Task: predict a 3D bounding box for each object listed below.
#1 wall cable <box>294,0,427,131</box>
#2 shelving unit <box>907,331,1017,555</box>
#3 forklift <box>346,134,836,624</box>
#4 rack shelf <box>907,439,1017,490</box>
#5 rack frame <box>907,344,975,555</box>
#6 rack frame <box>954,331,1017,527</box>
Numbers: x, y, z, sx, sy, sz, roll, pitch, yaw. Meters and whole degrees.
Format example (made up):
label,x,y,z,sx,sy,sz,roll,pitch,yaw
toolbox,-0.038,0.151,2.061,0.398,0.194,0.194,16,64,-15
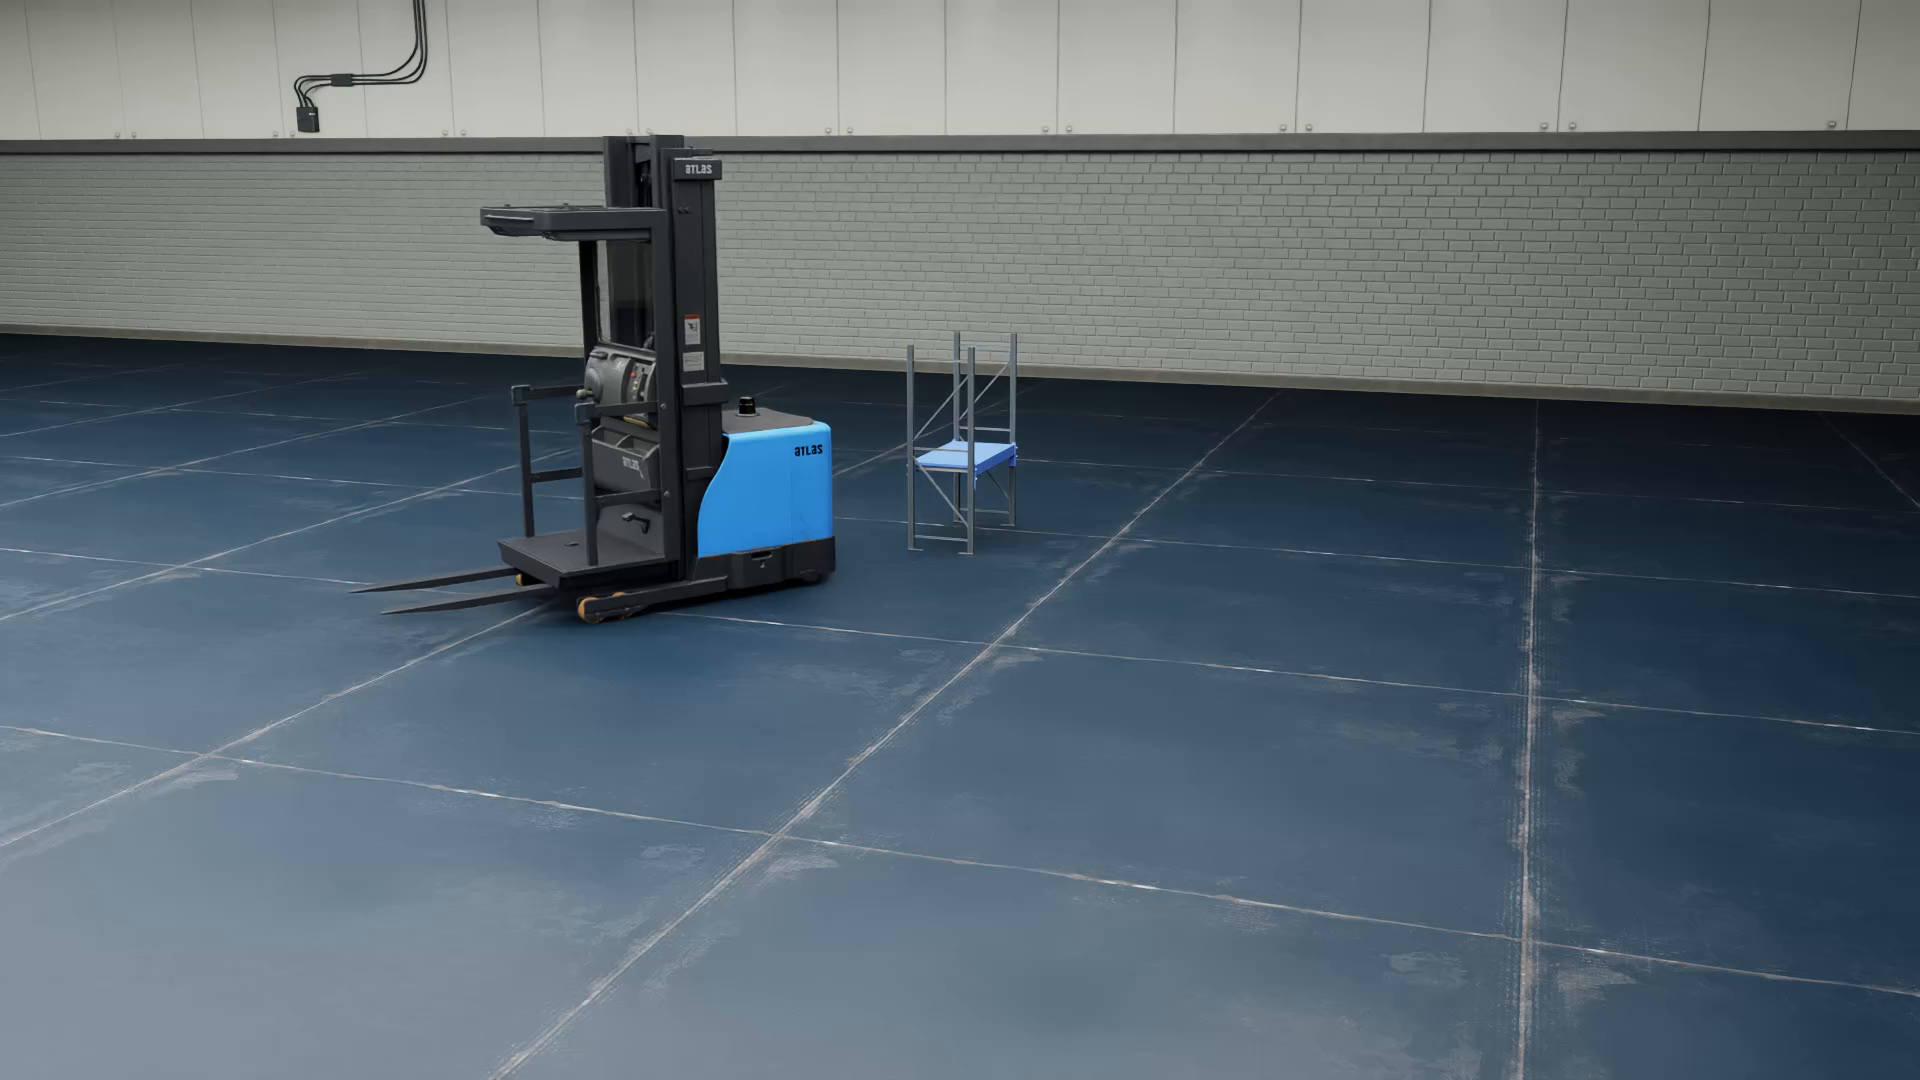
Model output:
label,x,y,z,sx,sy,sz,roll,pitch,yaw
wall cable,-8.722,-8.913,23.674,2.305,6.003,0.169,4,14,18
shelving unit,0.028,-0.749,12.400,0.538,1.500,1.048,4,14,18
forklift,-2.331,-1.046,10.485,3.031,2.935,1.130,-9,16,-35
rack shelf,0.028,-0.574,12.440,0.538,0.185,1.000,4,14,18
rack frame,-0.137,-0.642,11.931,0.500,1.500,0.032,4,14,18
rack frame,0.192,-0.856,12.869,0.500,1.500,0.032,4,14,18
